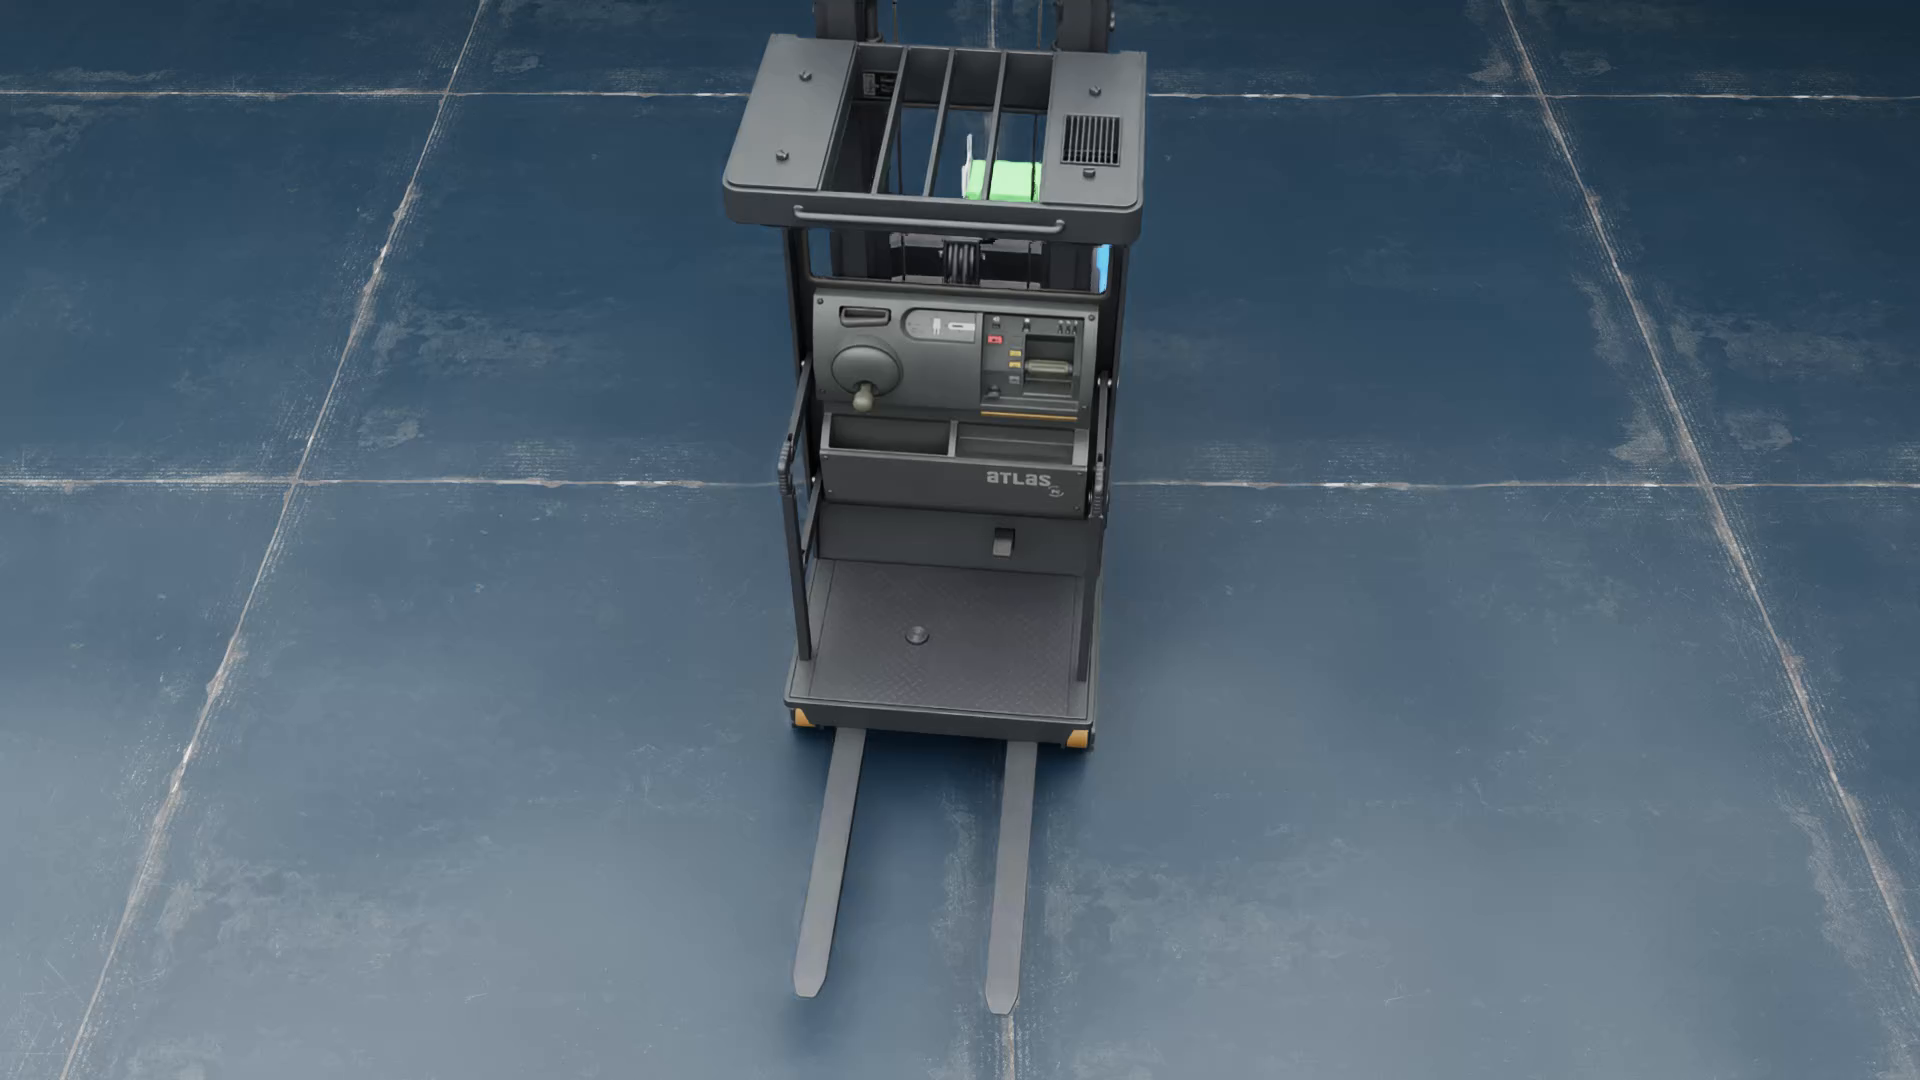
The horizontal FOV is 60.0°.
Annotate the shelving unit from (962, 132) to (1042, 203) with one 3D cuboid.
[{"bbox_3d":[0.270,-1.125,7.054,0.503,1.200,0.258,4,46,4],"label":"shelving unit"}]

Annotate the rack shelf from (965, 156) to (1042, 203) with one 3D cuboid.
[{"bbox_3d":[0.271,-1.416,6.756,0.480,0.148,0.258,4,46,4],"label":"rack shelf"}]

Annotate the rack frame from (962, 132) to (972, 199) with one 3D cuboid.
[{"bbox_3d":[0.027,-1.144,7.071,0.015,1.200,0.240,4,46,4],"label":"rack frame"}]

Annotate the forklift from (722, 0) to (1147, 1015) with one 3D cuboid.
[{"bbox_3d":[-0.036,-0.501,5.295,1.130,2.935,3.031,4,47,4],"label":"forklift"}]
